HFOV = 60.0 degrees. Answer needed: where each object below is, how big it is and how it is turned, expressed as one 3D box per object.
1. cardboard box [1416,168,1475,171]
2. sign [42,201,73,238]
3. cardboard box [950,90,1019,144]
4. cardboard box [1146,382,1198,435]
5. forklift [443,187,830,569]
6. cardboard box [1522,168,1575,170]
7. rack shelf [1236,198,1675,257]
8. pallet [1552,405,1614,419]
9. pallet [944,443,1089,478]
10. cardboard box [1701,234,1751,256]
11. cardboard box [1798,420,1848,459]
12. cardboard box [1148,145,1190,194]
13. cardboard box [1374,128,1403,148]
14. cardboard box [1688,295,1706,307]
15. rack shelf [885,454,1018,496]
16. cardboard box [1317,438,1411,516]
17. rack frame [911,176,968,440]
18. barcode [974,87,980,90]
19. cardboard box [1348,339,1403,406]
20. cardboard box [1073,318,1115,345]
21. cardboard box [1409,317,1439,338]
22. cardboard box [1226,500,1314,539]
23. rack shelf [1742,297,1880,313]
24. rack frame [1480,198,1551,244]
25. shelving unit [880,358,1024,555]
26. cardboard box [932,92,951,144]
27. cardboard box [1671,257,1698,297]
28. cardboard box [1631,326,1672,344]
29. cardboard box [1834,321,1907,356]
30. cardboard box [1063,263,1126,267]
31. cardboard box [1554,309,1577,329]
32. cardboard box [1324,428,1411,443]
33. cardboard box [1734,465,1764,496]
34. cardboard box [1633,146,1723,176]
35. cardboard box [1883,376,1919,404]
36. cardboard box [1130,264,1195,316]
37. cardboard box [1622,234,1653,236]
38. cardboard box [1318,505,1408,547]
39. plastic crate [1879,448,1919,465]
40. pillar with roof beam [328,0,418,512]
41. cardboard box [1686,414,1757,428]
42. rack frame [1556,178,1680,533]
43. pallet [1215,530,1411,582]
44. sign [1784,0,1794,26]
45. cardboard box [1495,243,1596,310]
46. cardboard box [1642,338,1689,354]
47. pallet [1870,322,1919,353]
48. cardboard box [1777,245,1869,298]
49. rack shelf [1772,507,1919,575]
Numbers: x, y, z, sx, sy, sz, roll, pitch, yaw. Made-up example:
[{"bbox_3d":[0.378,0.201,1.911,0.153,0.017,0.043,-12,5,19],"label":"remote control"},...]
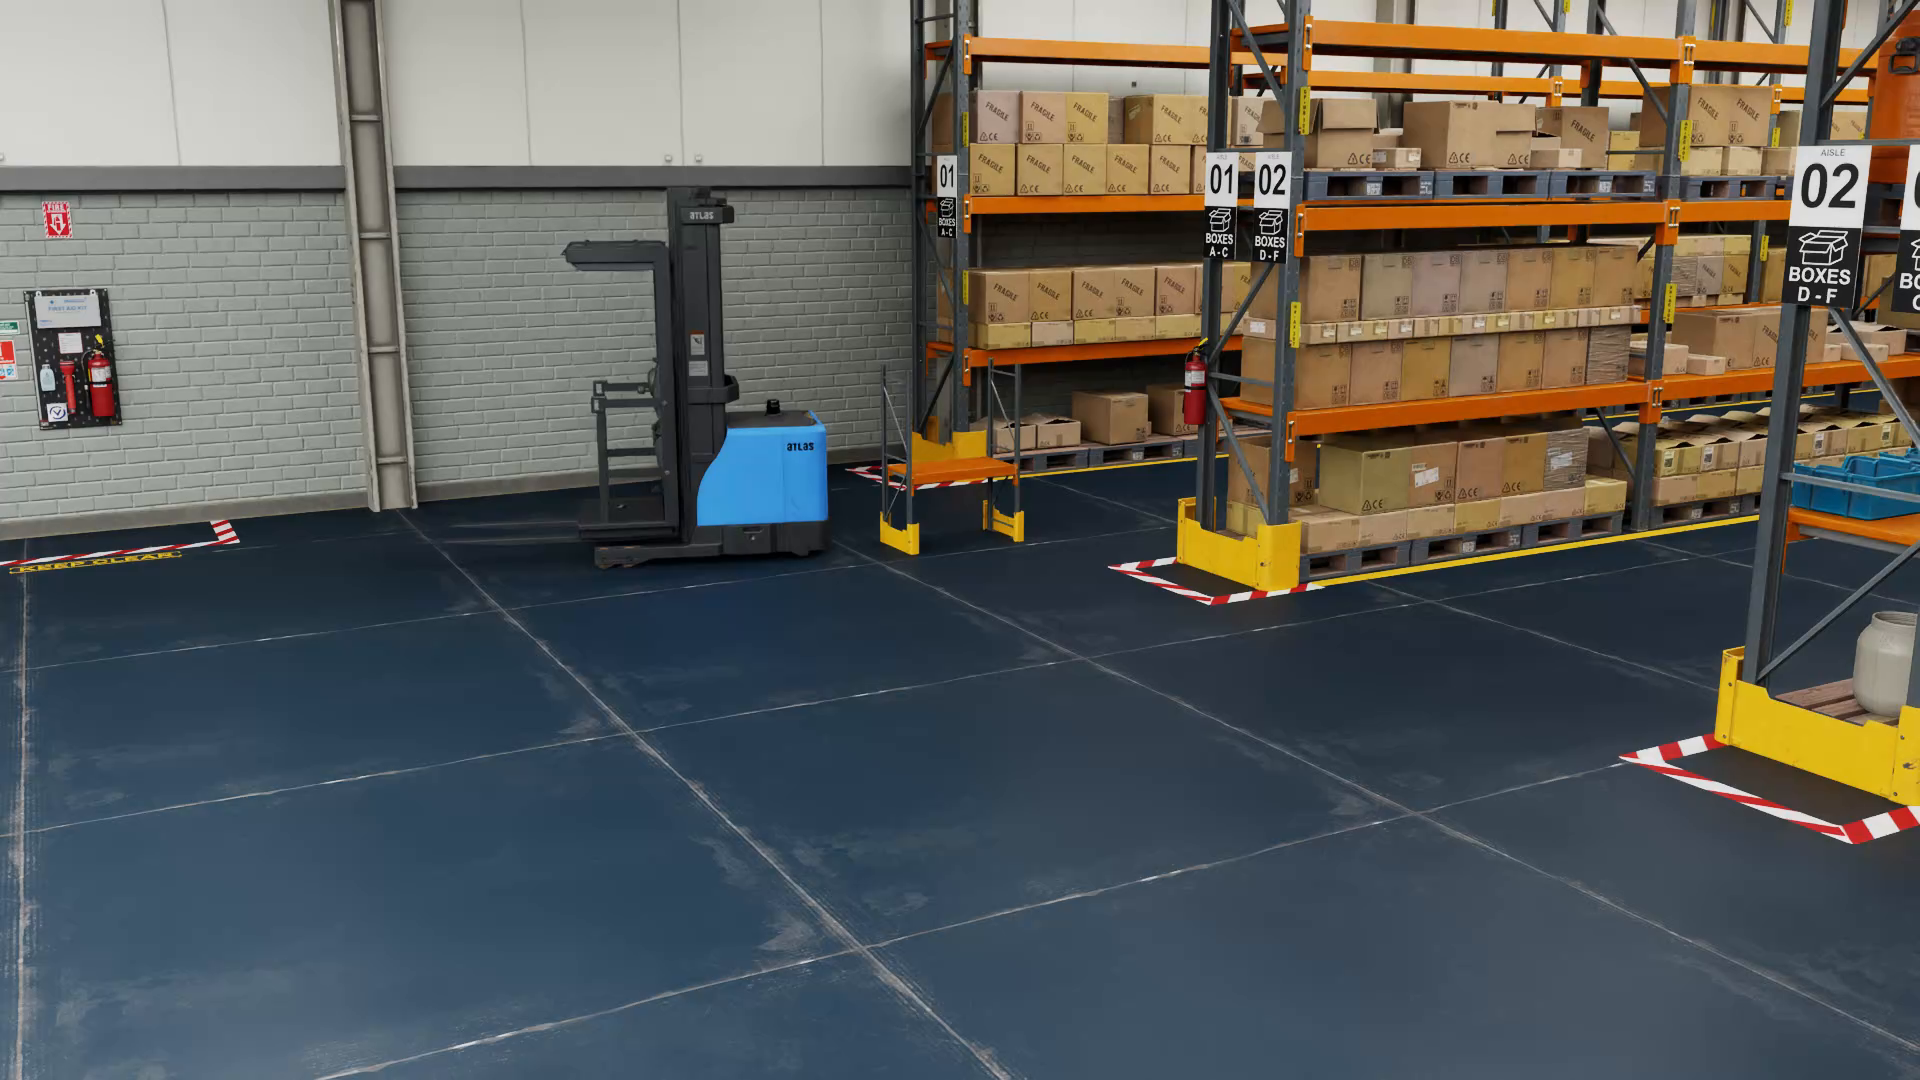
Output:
[{"bbox_3d":[5.632,-4.408,19.749,0.637,0.503,0.797,-5,14,-20],"label":"cardboard box"},{"bbox_3d":[-7.517,-2.667,13.847,0.199,0.298,0.001,-7,14,-28],"label":"sign"},{"bbox_3d":[0.247,-4.164,16.399,0.500,0.500,0.500,-8,15,-32],"label":"cardboard box"},{"bbox_3d":[2.411,-1.460,18.456,0.500,0.500,0.500,-8,15,-32],"label":"cardboard box"},{"bbox_3d":[-2.625,-1.330,13.345,3.031,2.935,1.130,-2,13,-11],"label":"forklift"},{"bbox_3d":[7.204,-4.790,20.502,0.500,0.500,0.700,-8,15,-32],"label":"cardboard box"},{"bbox_3d":[3.924,-2.529,13.324,4.000,0.370,1.077,-7,14,-28],"label":"rack shelf"},{"bbox_3d":[7.542,-1.711,21.229,1.213,0.211,1.003,-7,14,-28],"label":"pallet"},{"bbox_3d":[0.589,-0.887,17.570,1.213,0.211,1.003,-7,14,-28],"label":"pallet"},{"bbox_3d":[10.038,-3.894,21.923,0.500,0.250,0.500,-6,14,-26],"label":"cardboard box"},{"bbox_3d":[7.952,-0.974,15.635,0.500,0.311,0.500,-7,14,-28],"label":"cardboard box"},{"bbox_3d":[2.060,-3.887,17.442,0.500,0.500,0.500,-7,15,-30],"label":"cardboard box"},{"bbox_3d":[3.541,-3.130,13.282,0.500,0.311,0.500,-5,14,-21],"label":"cardboard box"},{"bbox_3d":[9.501,-3.132,21.719,0.250,0.149,0.380,-7,14,-28],"label":"cardboard box"},{"bbox_3d":[-0.075,-0.547,13.944,1.000,0.185,0.538,-7,14,-28],"label":"rack shelf"},{"bbox_3d":[3.184,-0.502,13.108,0.500,0.500,0.500,-7,14,-28],"label":"cardboard box"},{"bbox_3d":[-0.208,-2.161,16.879,0.127,3.000,1.000,-7,14,-28],"label":"rack frame"},{"bbox_3d":[0.176,-4.625,17.123,0.075,0.075,0.001,-7,14,-28],"label":"barcode"},{"bbox_3d":[3.043,-1.358,13.085,0.500,0.500,0.700,-6,14,-26],"label":"cardboard box"},{"bbox_3d":[1.272,-2.197,17.338,0.500,0.250,0.500,-7,15,-29],"label":"cardboard box"},{"bbox_3d":[3.522,-1.681,13.040,0.250,0.149,0.380,-7,15,-30],"label":"cardboard box"},{"bbox_3d":[2.498,-0.183,13.398,0.500,0.250,0.500,-7,14,-28],"label":"cardboard box"},{"bbox_3d":[12.080,-3.283,23.503,4.000,0.370,1.077,-7,14,-28],"label":"rack shelf"},{"bbox_3d":[6.814,-3.003,20.619,0.127,3.000,1.000,-7,14,-28],"label":"rack frame"},{"bbox_3d":[-0.067,-0.724,13.909,1.083,1.500,0.587,-7,14,-28],"label":"shelving unit"},{"bbox_3d":[0.045,-4.266,16.852,0.500,0.500,0.500,-6,14,-25],"label":"cardboard box"},{"bbox_3d":[9.152,-3.423,21.537,0.500,0.500,0.500,-7,14,-28],"label":"cardboard box"},{"bbox_3d":[9.038,-2.392,21.845,0.750,0.750,0.750,-6,14,-26],"label":"cardboard box"},{"bbox_3d":[8.851,-1.975,16.256,0.500,0.311,0.500,-6,14,-24],"label":"cardboard box"},{"bbox_3d":[1.444,-2.713,17.921,0.500,0.500,0.500,-7,14,-27],"label":"cardboard box"},{"bbox_3d":[4.867,-1.841,13.754,0.250,0.149,0.380,-7,14,-28],"label":"cardboard box"},{"bbox_3d":[3.368,-0.658,13.798,0.500,0.500,0.500,-7,14,-28],"label":"cardboard box"},{"bbox_3d":[7.055,-0.594,15.223,0.500,0.250,0.500,-7,15,-30],"label":"cardboard box"},{"bbox_3d":[6.225,-3.286,14.430,0.500,0.250,0.500,-5,14,-22],"label":"cardboard box"},{"bbox_3d":[9.947,-1.560,17.191,0.500,0.250,0.500,-6,14,-26],"label":"cardboard box"},{"bbox_3d":[2.154,-2.670,17.731,0.500,0.500,0.500,-7,15,-29],"label":"cardboard box"},{"bbox_3d":[8.903,-3.885,21.880,0.500,0.250,0.500,-7,15,-30],"label":"cardboard box"},{"bbox_3d":[3.183,-0.137,13.192,0.500,0.250,0.500,-7,14,-28],"label":"cardboard box"},{"bbox_3d":[5.408,-0.357,9.201,0.408,0.251,0.499,-7,14,-28],"label":"plastic crate"},{"bbox_3d":[-3.212,-3.867,10.797,0.400,9.000,9.100,-7,14,-28],"label":"pillar with roof beam"},{"bbox_3d":[7.234,-1.022,15.849,0.500,0.311,0.500,-7,14,-29],"label":"cardboard box"},{"bbox_3d":[5.680,-1.627,14.509,0.127,3.000,1.000,-7,14,-28],"label":"rack frame"},{"bbox_3d":[2.820,0.065,13.338,1.213,0.211,1.003,-7,14,-28],"label":"pallet"},{"bbox_3d":[10.595,-6.741,21.260,0.005,0.325,0.100,-7,14,-28],"label":"sign"},{"bbox_3d":[4.850,-2.208,13.905,0.500,0.500,0.700,-7,14,-28],"label":"cardboard box"},{"bbox_3d":[6.364,-1.690,15.092,0.258,0.266,0.396,-7,15,-29],"label":"cardboard box"},{"bbox_3d":[9.752,-2.039,16.777,1.003,0.211,1.213,-7,14,-28],"label":"pallet"},{"bbox_3d":[12.086,-3.778,23.380,0.700,0.700,0.980,-8,15,-31],"label":"cardboard box"},{"bbox_3d":[6.295,-0.111,9.410,4.000,0.370,1.077,-7,14,-28],"label":"rack shelf"}]
